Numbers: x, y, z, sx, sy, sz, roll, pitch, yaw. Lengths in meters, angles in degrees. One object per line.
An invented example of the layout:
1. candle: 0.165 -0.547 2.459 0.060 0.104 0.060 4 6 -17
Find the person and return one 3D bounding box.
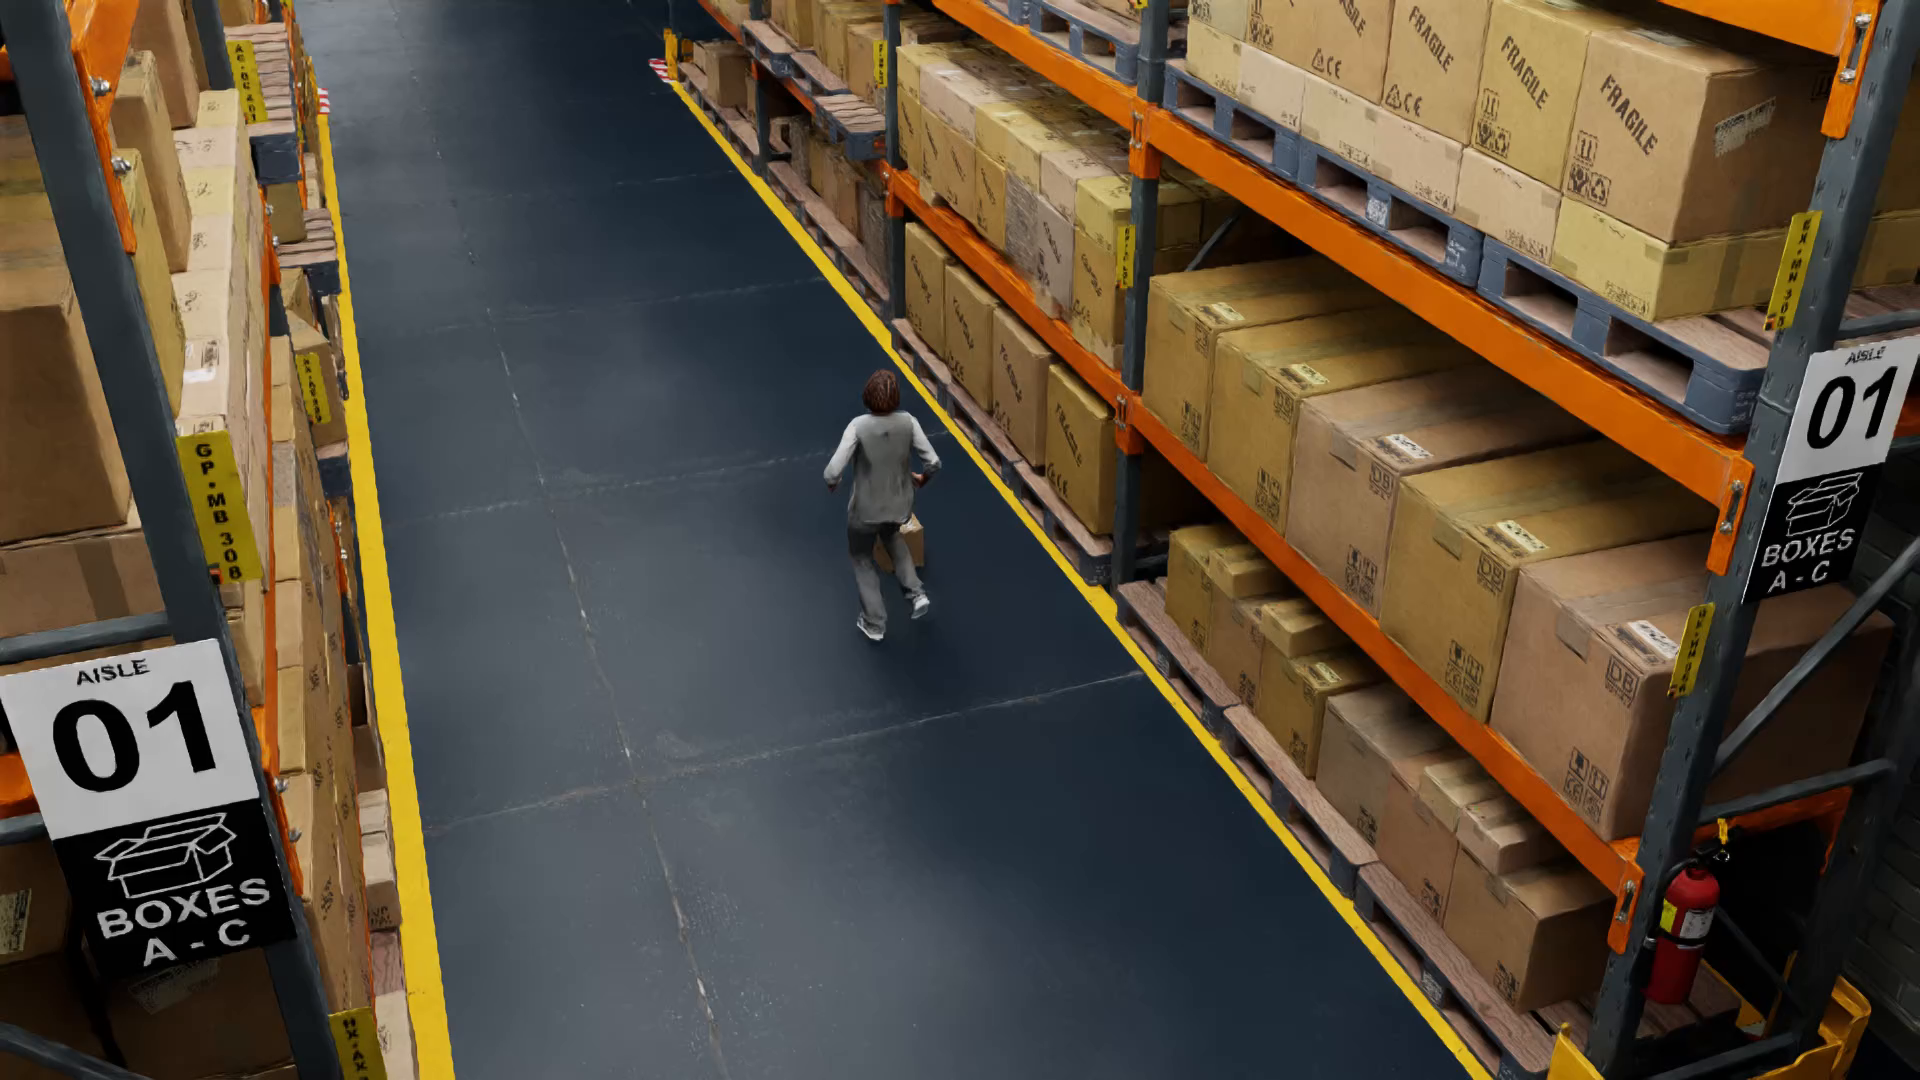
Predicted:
1. person: -0.438 -0.192 8.699 0.600 1.571 0.435 -13 33 -21
